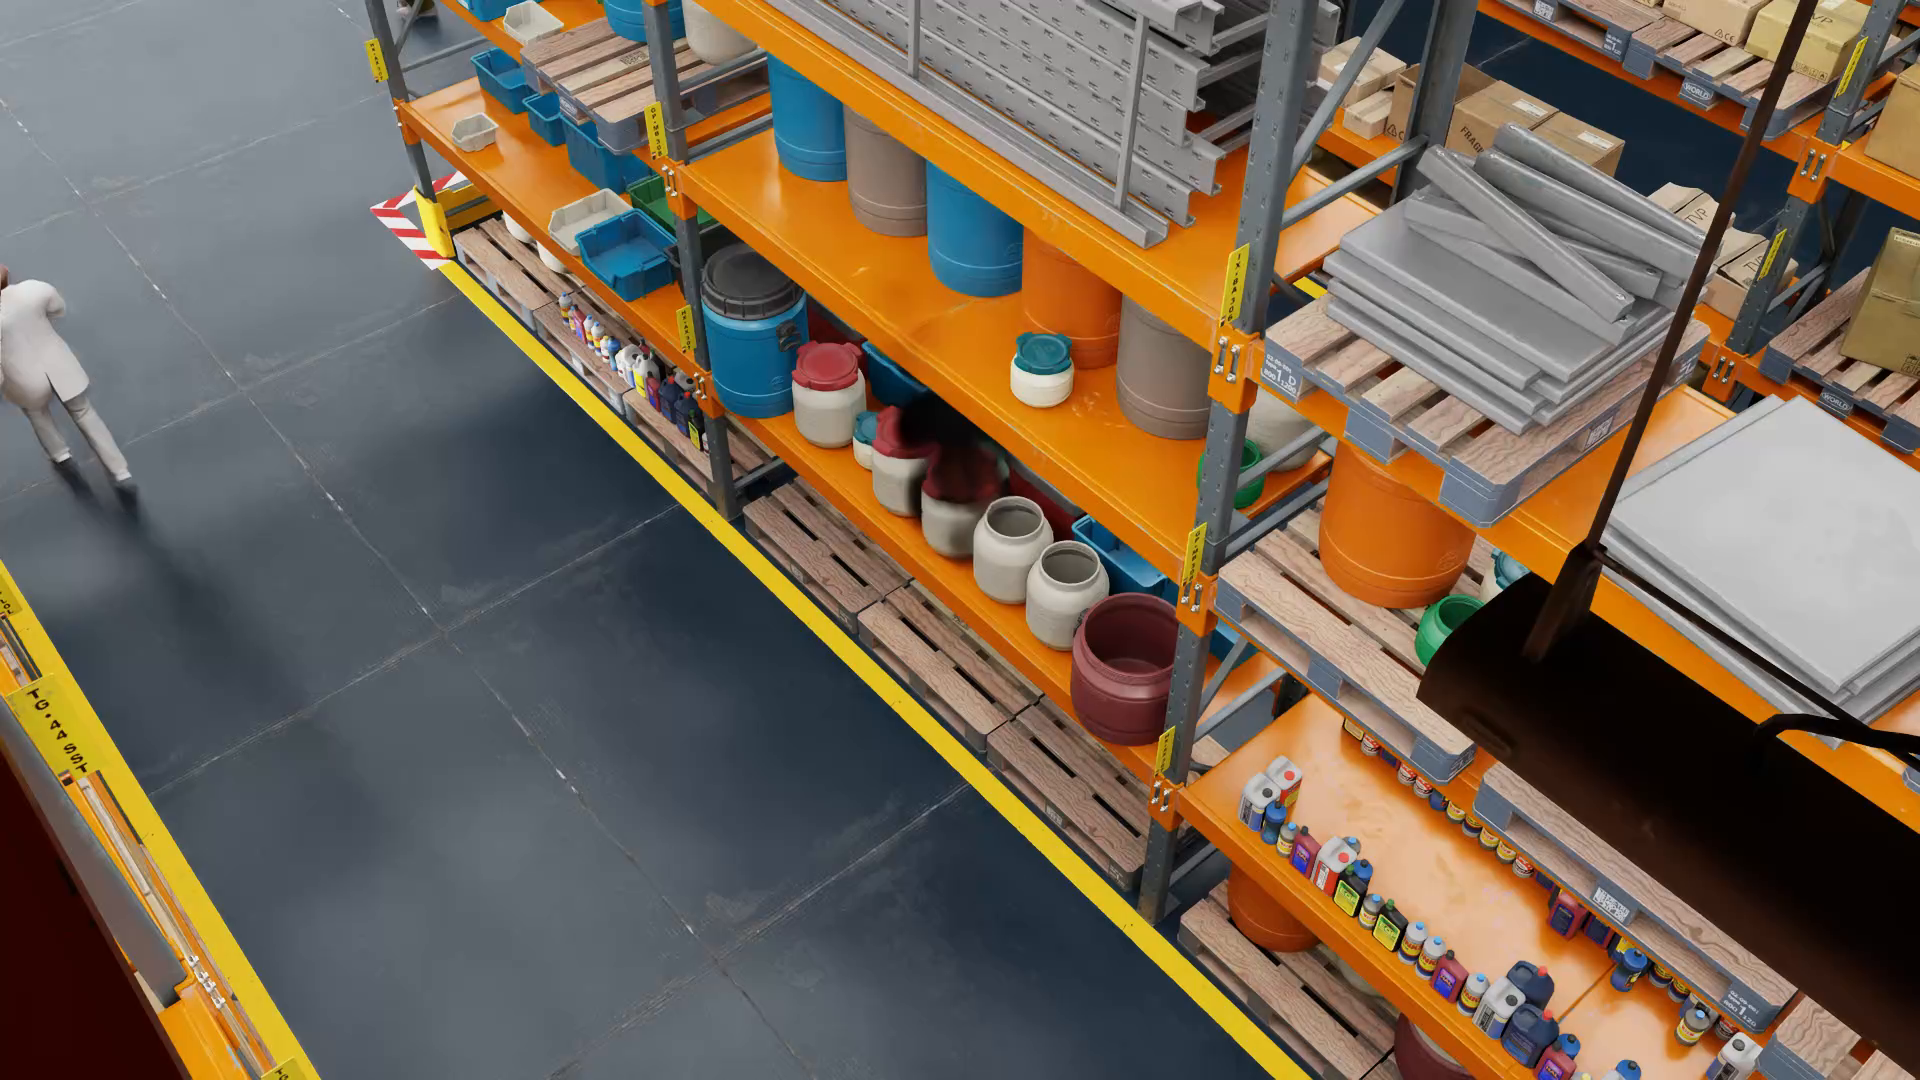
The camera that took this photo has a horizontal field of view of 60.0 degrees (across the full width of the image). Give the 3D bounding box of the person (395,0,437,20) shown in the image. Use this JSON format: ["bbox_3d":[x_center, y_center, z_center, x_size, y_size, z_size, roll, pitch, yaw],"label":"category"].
[{"bbox_3d":[-5.257,-5.504,14.985,0.692,1.740,0.691,-12,48,-11],"label":"person"}]

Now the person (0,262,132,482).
[{"bbox_3d":[-5.943,-1.081,10.761,0.958,1.821,0.685,34,55,28],"label":"person"}]
